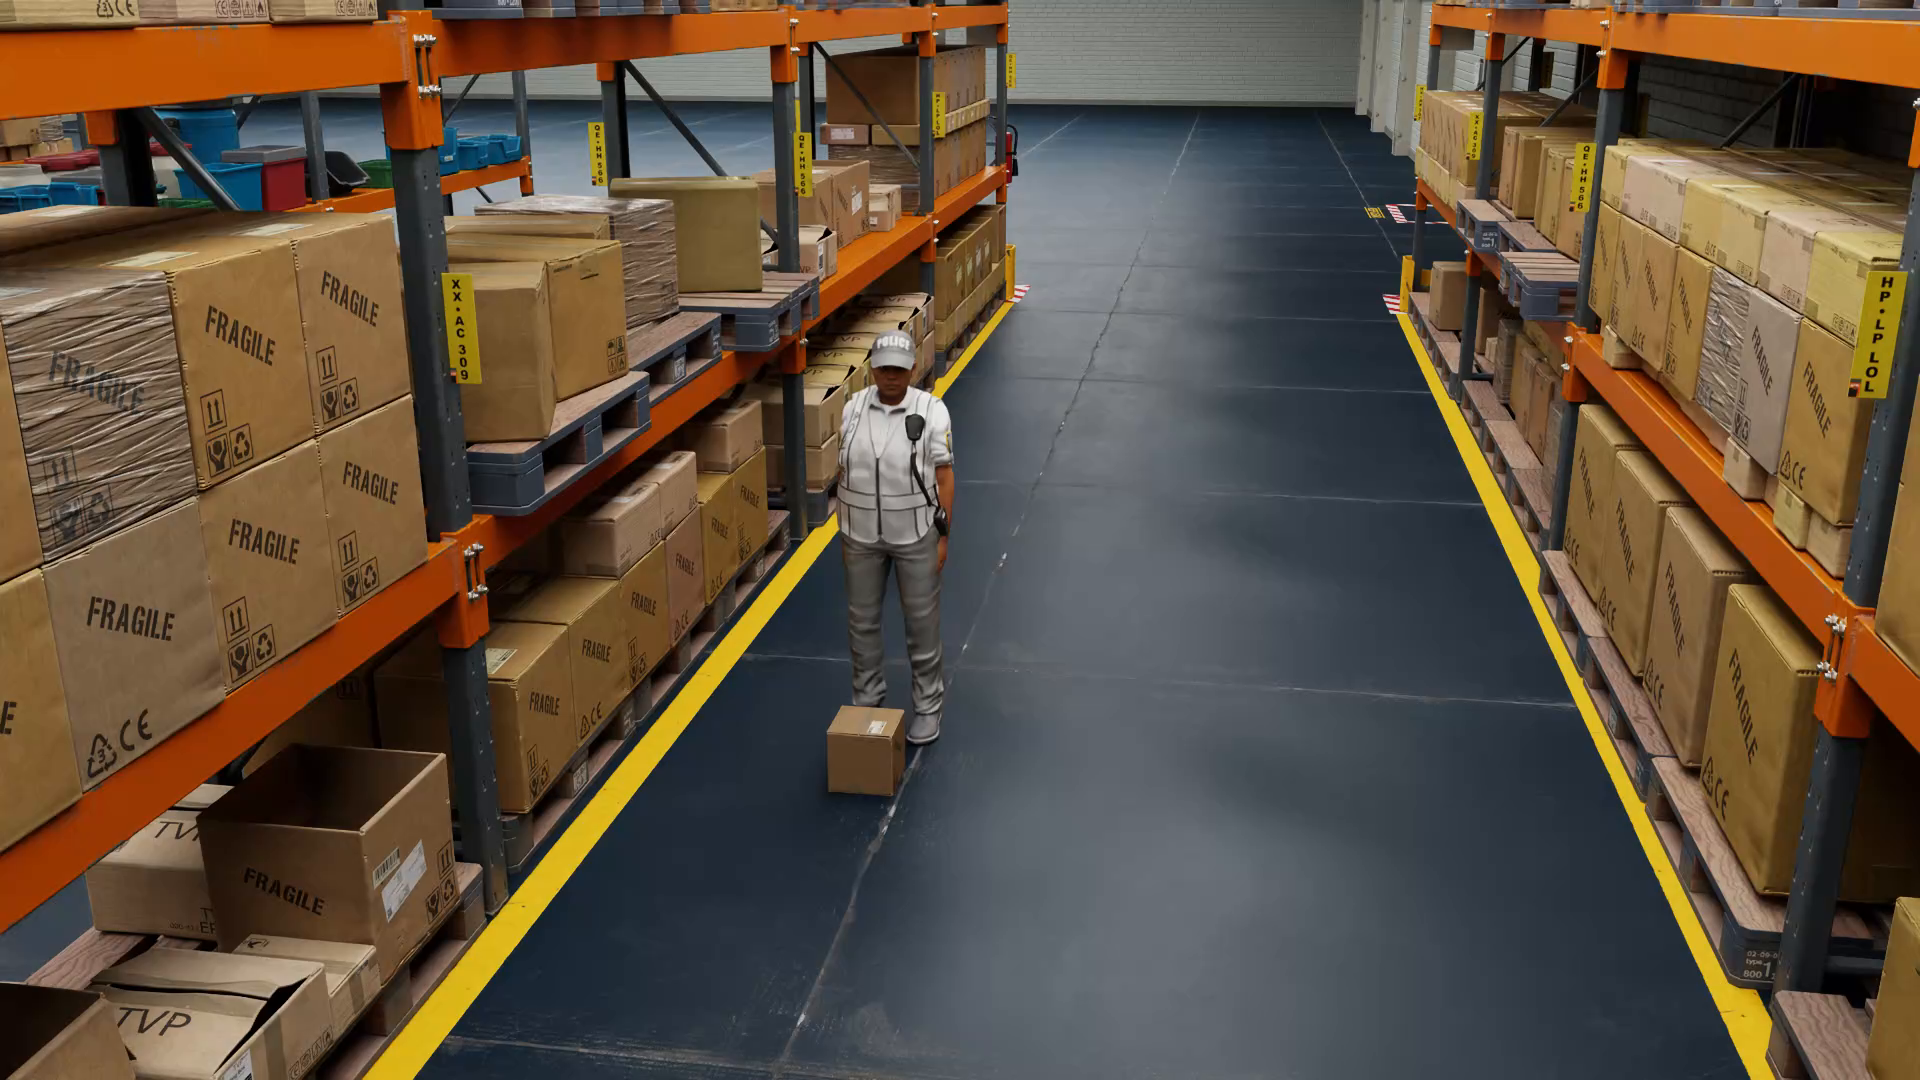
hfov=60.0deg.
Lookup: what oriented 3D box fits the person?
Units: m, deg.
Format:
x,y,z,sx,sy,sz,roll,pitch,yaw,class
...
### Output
x,y,z,sx,sy,sz,roll,pitch,yaw,class
-0.260,-0.004,6.570,0.468,1.663,0.374,4,18,11,person
